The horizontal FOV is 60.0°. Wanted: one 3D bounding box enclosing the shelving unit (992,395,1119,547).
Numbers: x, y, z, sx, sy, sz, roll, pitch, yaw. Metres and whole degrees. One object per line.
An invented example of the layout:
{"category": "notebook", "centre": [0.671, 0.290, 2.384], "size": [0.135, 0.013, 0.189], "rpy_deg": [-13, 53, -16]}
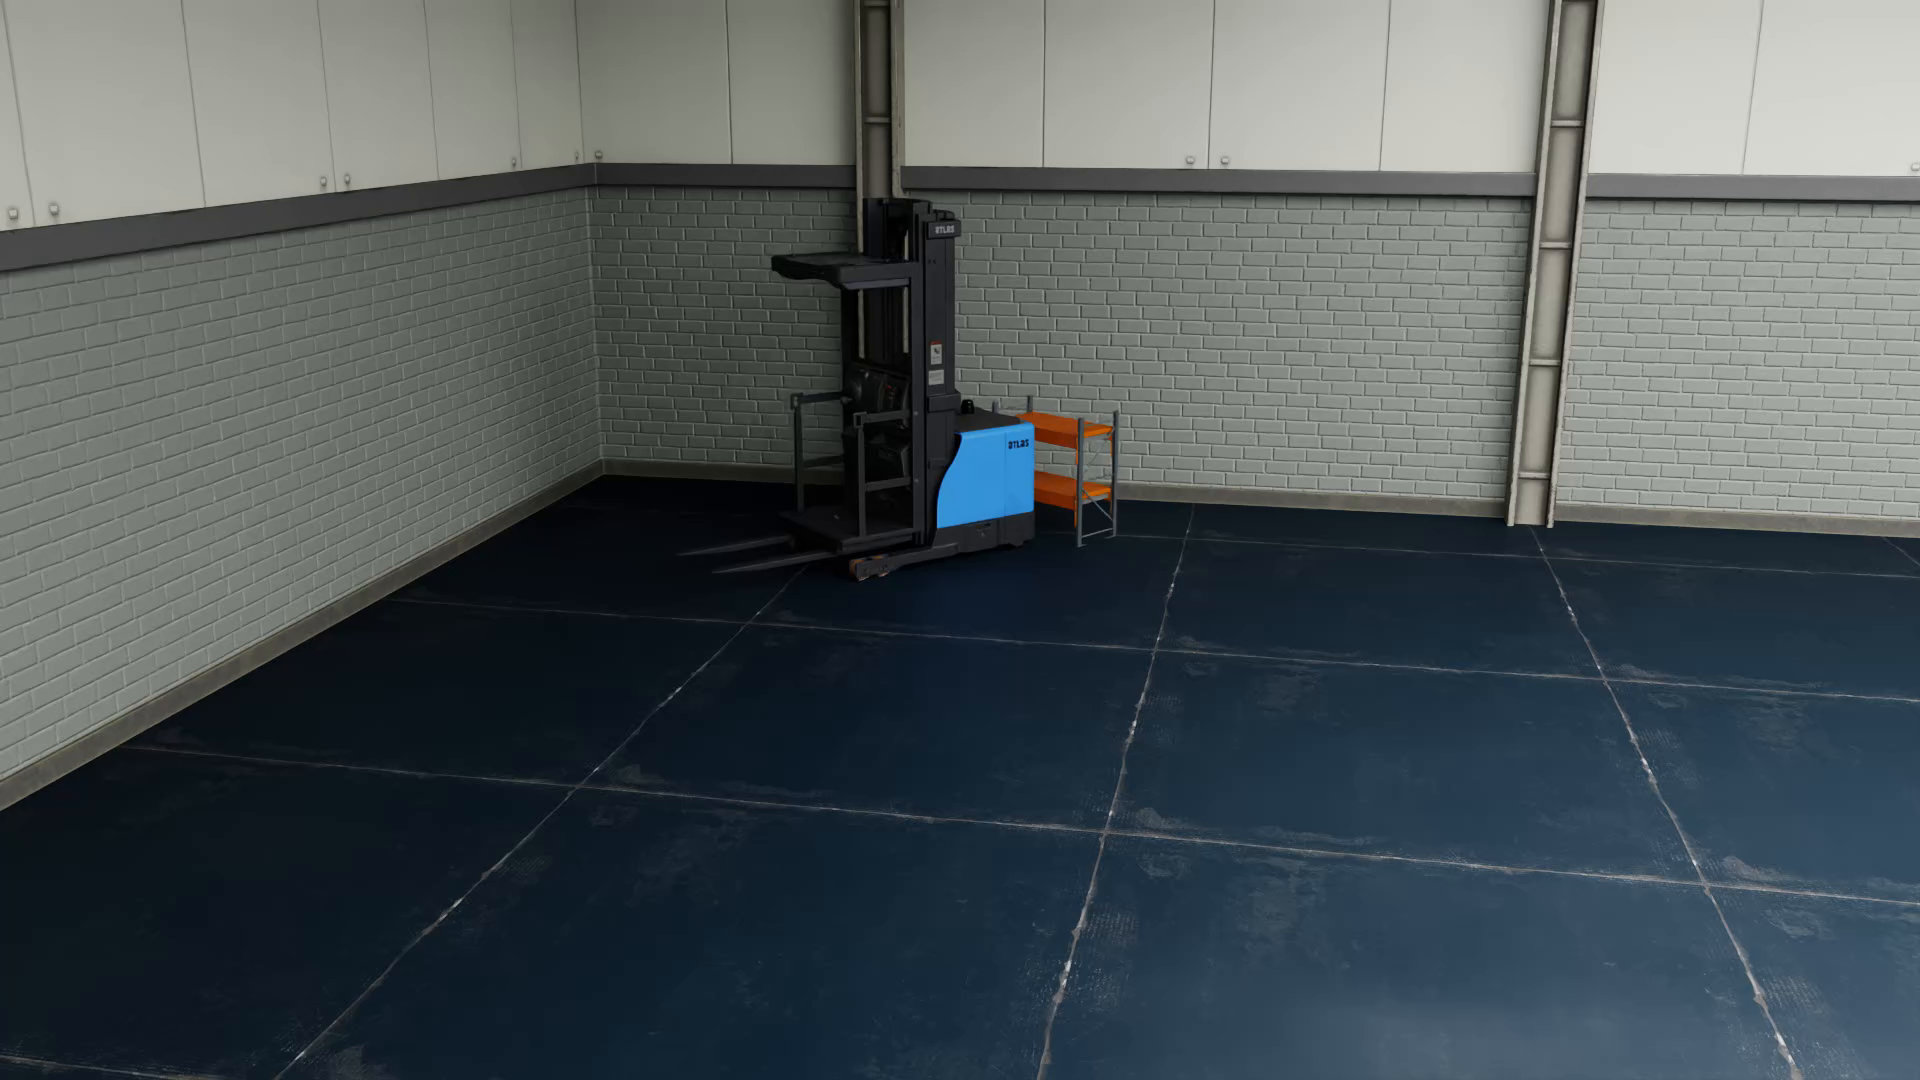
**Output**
{"category": "shelving unit", "centre": [0.825, -0.625, 14.643], "size": [0.538, 1.125, 1.048], "rpy_deg": [-15, 21, -42]}

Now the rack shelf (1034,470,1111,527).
{"category": "rack shelf", "centre": [0.825, -0.390, 14.708], "size": [0.538, 0.278, 1.000], "rpy_deg": [-15, 21, -42]}

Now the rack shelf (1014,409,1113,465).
{"category": "rack shelf", "centre": [0.825, -0.908, 14.565], "size": [0.538, 0.278, 1.000], "rpy_deg": [-15, 21, -42]}

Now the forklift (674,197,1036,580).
{"category": "forklift", "centre": [-0.852, -1.249, 13.512], "size": [3.031, 2.935, 1.130], "rpy_deg": [-11, 19, -33]}

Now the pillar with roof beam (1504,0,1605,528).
{"category": "pillar with roof beam", "centre": [4.289, -3.370, 9.802], "size": [0.400, 9.000, 9.100], "rpy_deg": [3, 16, 11]}

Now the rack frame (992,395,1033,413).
{"category": "rack frame", "centre": [0.468, -0.722, 14.992], "size": [0.500, 1.125, 0.032], "rpy_deg": [-15, 21, -42]}

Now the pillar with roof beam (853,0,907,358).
{"category": "pillar with roof beam", "centre": [-1.591, -3.689, 10.954], "size": [0.400, 9.000, 9.100], "rpy_deg": [3, 16, 11]}

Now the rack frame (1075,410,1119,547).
{"category": "rack frame", "centre": [1.181, -0.529, 14.294], "size": [0.500, 1.125, 0.032], "rpy_deg": [-15, 21, -42]}
